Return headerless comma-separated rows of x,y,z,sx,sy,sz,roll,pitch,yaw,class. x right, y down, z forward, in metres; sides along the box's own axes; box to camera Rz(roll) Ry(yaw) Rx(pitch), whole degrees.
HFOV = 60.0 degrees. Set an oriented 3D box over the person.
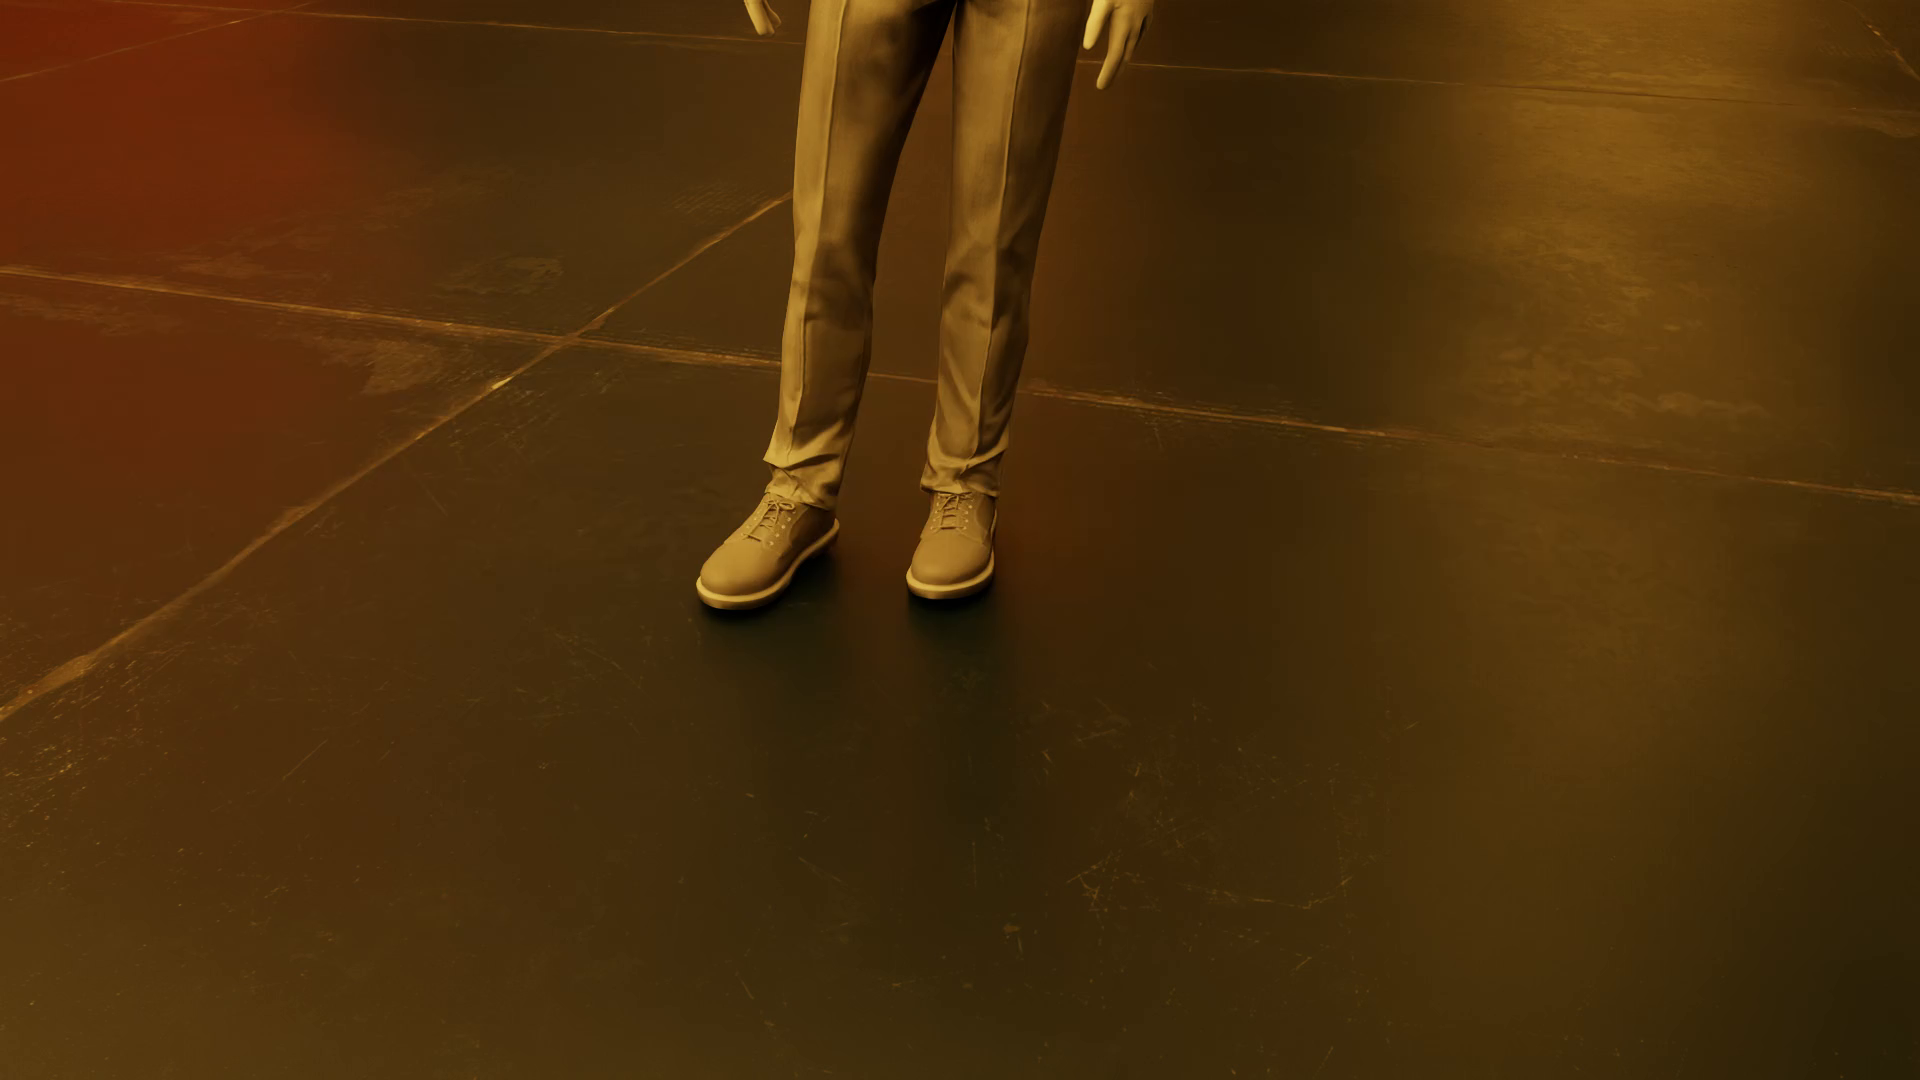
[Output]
-0.028,-0.732,2.055,0.586,1.694,0.530,8,28,16,person
